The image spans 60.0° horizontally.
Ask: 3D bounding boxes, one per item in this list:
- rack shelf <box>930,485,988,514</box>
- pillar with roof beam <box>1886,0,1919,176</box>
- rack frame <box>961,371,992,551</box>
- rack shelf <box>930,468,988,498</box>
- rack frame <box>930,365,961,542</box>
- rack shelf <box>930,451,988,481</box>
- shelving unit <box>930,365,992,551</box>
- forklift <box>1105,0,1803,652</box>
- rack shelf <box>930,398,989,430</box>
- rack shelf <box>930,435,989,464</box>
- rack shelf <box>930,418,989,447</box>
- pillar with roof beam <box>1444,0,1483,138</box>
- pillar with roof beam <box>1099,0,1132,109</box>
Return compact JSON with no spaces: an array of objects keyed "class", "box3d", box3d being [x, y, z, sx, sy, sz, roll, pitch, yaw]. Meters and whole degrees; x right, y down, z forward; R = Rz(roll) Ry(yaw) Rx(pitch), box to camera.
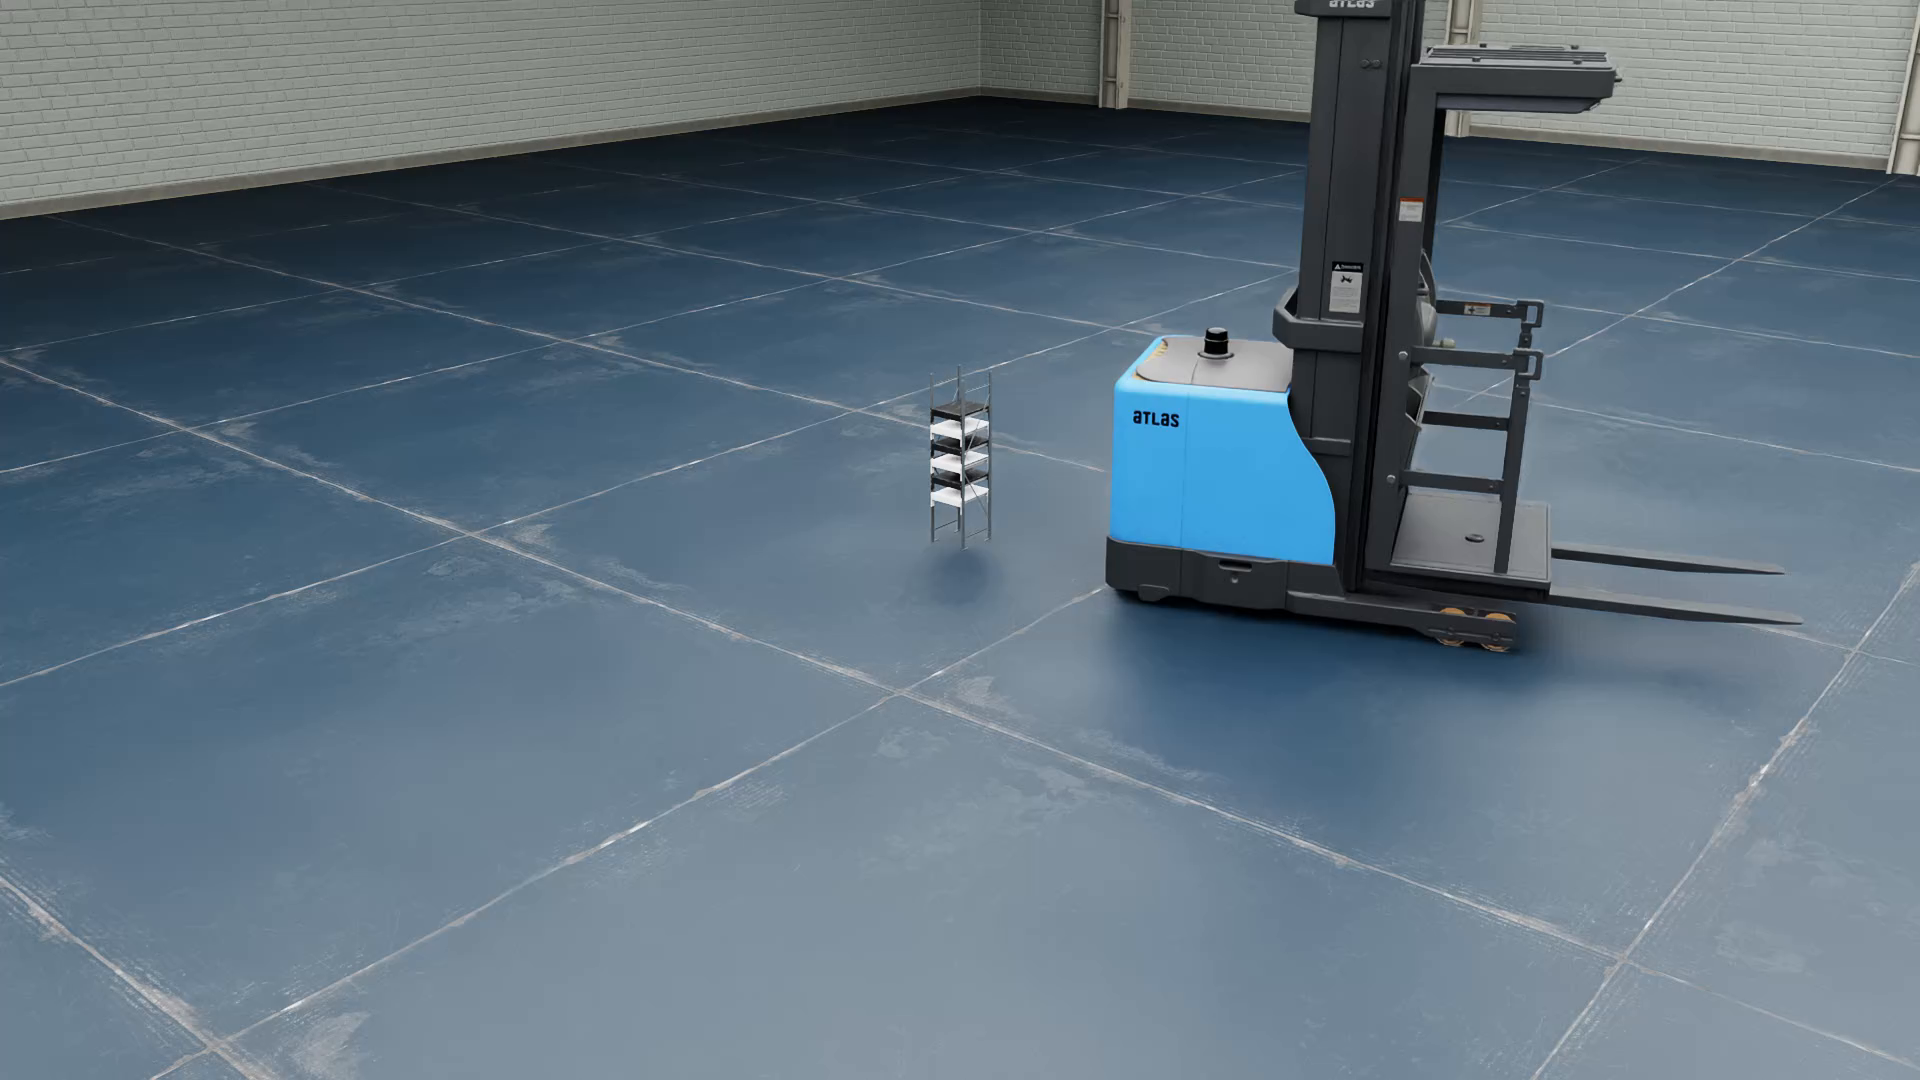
[{"class":"rack shelf","box3d":[0.006,-0.220,8.580,0.200,0.077,0.258,16,26,36]},{"class":"pillar with roof beam","box3d":[9.153,-7.637,16.166,0.400,9.000,9.100,16,26,36]},{"class":"rack frame","box3d":[0.085,-0.397,8.444,0.006,0.900,0.240,16,26,36]},{"class":"rack shelf","box3d":[0.006,-0.304,8.548,0.200,0.077,0.258,16,26,36]},{"class":"rack frame","box3d":[-0.072,-0.442,8.565,0.006,0.900,0.240,16,26,36]},{"class":"rack shelf","box3d":[0.006,-0.388,8.516,0.200,0.077,0.258,16,26,36]},{"class":"shelving unit","box3d":[0.006,-0.419,8.505,0.210,0.900,0.258,16,26,36]},{"class":"forklift","box3d":[2.268,-1.088,7.400,3.031,2.935,1.130,7,22,17]},{"class":"rack shelf","box3d":[0.006,-0.641,8.421,0.200,0.077,0.258,16,26,36]},{"class":"rack shelf","box3d":[0.006,-0.472,8.485,0.200,0.077,0.258,16,26,36]},{"class":"rack shelf","box3d":[0.006,-0.556,8.453,0.200,0.077,0.258,16,26,36]},{"class":"pillar with roof beam","box3d":[4.505,-8.975,19.715,0.400,9.000,9.100,16,26,36]},{"class":"pillar with roof beam","box3d":[-0.143,-10.314,23.265,0.400,9.000,9.100,16,26,36]}]
